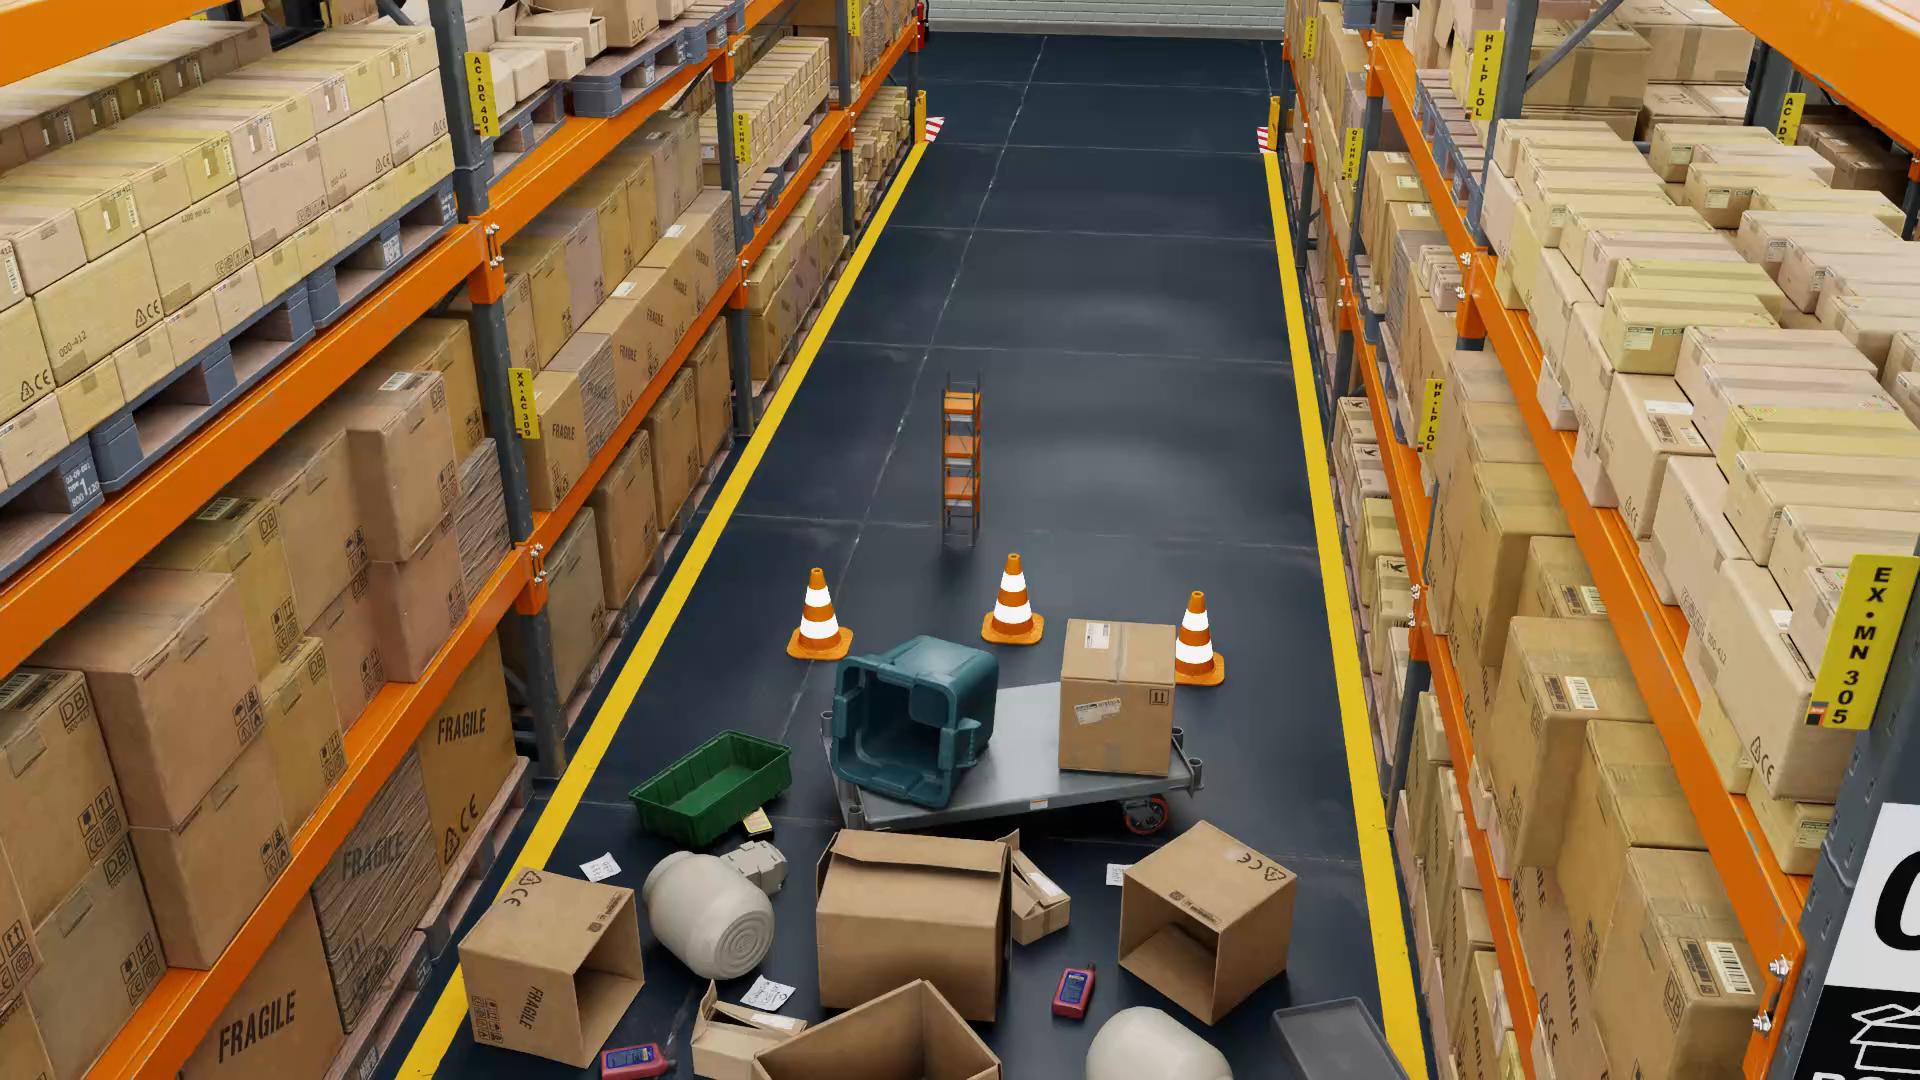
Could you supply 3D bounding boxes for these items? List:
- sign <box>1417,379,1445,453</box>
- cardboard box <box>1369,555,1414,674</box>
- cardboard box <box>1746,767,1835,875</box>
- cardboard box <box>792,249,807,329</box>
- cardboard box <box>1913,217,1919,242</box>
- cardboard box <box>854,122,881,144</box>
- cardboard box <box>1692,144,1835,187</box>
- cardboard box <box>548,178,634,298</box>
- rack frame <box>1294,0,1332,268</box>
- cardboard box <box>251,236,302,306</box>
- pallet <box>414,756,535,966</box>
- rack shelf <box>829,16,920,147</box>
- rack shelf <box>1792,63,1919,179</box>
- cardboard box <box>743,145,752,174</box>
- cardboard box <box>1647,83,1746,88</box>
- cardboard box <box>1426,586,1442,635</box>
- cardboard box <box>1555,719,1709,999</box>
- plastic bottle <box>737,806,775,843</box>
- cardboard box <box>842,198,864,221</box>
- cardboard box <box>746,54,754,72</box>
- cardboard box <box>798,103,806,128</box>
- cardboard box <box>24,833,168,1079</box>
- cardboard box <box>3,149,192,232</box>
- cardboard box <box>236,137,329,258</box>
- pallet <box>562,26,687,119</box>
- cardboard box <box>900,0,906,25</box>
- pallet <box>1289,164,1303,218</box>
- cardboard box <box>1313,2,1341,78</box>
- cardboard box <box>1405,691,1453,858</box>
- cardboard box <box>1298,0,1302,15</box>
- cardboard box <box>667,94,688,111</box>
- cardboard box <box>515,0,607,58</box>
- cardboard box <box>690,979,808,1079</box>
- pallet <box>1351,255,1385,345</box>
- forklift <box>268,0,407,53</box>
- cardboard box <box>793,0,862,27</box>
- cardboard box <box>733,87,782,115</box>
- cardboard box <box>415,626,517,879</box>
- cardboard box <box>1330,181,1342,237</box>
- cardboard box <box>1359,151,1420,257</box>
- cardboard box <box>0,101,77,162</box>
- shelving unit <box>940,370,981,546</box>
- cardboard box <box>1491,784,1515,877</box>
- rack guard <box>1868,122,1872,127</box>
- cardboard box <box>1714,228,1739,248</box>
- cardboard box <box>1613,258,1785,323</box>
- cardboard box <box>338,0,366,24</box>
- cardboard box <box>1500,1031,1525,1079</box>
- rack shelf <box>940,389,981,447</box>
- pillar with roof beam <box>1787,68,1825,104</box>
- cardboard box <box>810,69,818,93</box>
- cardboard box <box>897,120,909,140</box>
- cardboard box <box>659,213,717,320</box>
[{"bbox_3d":[1.939,-0.504,6.802,0.100,0.325,0.005,3,28,6],"label":"sign"},{"bbox_3d":[2.637,0.423,8.631,0.950,0.372,0.625,5,29,9],"label":"cardboard box"},{"bbox_3d":[1.767,0.525,3.215,0.380,0.149,0.250,3,29,6],"label":"cardboard box"},{"bbox_3d":[-1.488,-1.968,12.933,0.500,0.500,0.500,3,28,5],"label":"cardboard box"},{"bbox_3d":[8.115,-2.313,13.573,0.500,0.500,0.500,5,29,8],"label":"cardboard box"},{"bbox_3d":[-0.990,-4.046,16.532,0.380,0.149,0.250,3,29,6],"label":"cardboard box"},{"bbox_3d":[2.713,-1.236,5.643,0.380,0.149,0.250,3,28,5],"label":"cardboard box"},{"bbox_3d":[-2.193,-1.640,8.972,0.700,0.500,0.500,3,28,6],"label":"cardboard box"},{"bbox_3d":[3.471,-3.730,14.010,1.000,3.000,0.127,3,28,6],"label":"rack frame"},{"bbox_3d":[-2.316,-0.853,5.225,0.380,0.149,0.250,3,28,6],"label":"cardboard box"},{"bbox_3d":[-2.605,1.377,7.471,1.003,0.211,1.213,3,28,6],"label":"pallet"},{"bbox_3d":[-1.209,-4.594,16.374,1.077,0.370,4.000,3,28,6],"label":"rack shelf"},{"bbox_3d":[8.643,-4.068,15.396,1.077,0.370,4.000,3,28,6],"label":"rack shelf"},{"bbox_3d":[-1.655,-2.636,11.488,0.380,0.149,0.250,5,29,9],"label":"cardboard box"},{"bbox_3d":[3.021,-1.894,7.155,0.500,0.250,0.500,3,28,6],"label":"cardboard box"},{"bbox_3d":[2.134,0.276,6.839,0.380,0.149,0.250,3,28,6],"label":"cardboard box"},{"bbox_3d":[1.916,0.813,4.105,0.700,0.500,0.500,4,29,7],"label":"cardboard box"},{"bbox_3d":[-0.970,1.308,7.759,0.133,0.061,0.283,-11,30,-20],"label":"plastic bottle"},{"bbox_3d":[-1.091,-3.052,15.316,0.380,0.149,0.250,2,28,4],"label":"cardboard box"},{"bbox_3d":[-1.959,-4.016,14.051,0.380,0.149,0.250,4,29,7],"label":"cardboard box"},{"bbox_3d":[-1.429,-3.357,13.140,0.380,0.149,0.250,2,28,4],"label":"cardboard box"},{"bbox_3d":[-2.878,1.175,4.747,0.875,0.550,0.550,3,28,6],"label":"cardboard box"},{"bbox_3d":[-2.380,-0.968,4.598,0.380,0.149,0.250,4,29,7],"label":"cardboard box"},{"bbox_3d":[-2.365,-1.098,5.260,0.500,0.250,0.500,3,28,6],"label":"cardboard box"},{"bbox_3d":[-2.105,-2.491,8.748,1.003,0.211,1.213,5,29,9],"label":"pallet"},{"bbox_3d":[-0.832,-5.559,16.987,0.500,0.500,0.500,3,28,5],"label":"cardboard box"},{"bbox_3d":[3.789,-3.431,16.396,1.003,0.211,1.213,3,28,6],"label":"pallet"},{"bbox_3d":[3.132,-4.023,13.396,0.500,0.500,0.500,4,29,7],"label":"cardboard box"},{"bbox_3d":[2.150,0.994,6.908,0.500,0.500,0.500,5,29,9],"label":"cardboard box"},{"bbox_3d":[3.448,-5.166,15.517,0.500,0.500,0.500,3,29,6],"label":"cardboard box"},{"bbox_3d":[-2.210,-3.161,12.149,0.380,0.149,0.250,3,28,6],"label":"cardboard box"},{"bbox_3d":[-1.995,-2.563,8.275,0.396,0.266,0.258,3,28,6],"label":"cardboard box"},{"bbox_3d":[-0.817,1.916,6.414,0.396,0.266,0.258,8,29,15],"label":"cardboard box"},{"bbox_3d":[2.999,-1.421,9.926,1.213,0.211,1.003,3,28,6],"label":"pallet"},{"bbox_3d":[-4.397,-2.547,11.887,1.130,2.935,3.031,4,29,7],"label":"forklift"},{"bbox_3d":[-1.157,-4.783,14.492,0.500,0.500,0.500,4,29,7],"label":"cardboard box"},{"bbox_3d":[-1.536,-3.248,12.311,0.380,0.149,0.250,4,29,8],"label":"cardboard box"},{"bbox_3d":[-2.581,0.839,7.328,0.875,0.875,0.875,4,29,7],"label":"cardboard box"},{"bbox_3d":[2.832,-2.275,11.469,0.500,0.250,0.500,4,29,7],"label":"cardboard box"},{"bbox_3d":[2.696,-2.008,9.953,0.500,0.500,0.500,3,28,5],"label":"cardboard box"},{"bbox_3d":[-2.971,-1.243,5.108,0.380,0.149,0.250,3,28,6],"label":"cardboard box"},{"bbox_3d":[0.007,-0.487,10.048,0.215,1.050,0.252,3,28,6],"label":"shelving unit"},{"bbox_3d":[2.005,0.764,5.249,0.500,0.500,0.500,4,29,7],"label":"cardboard box"},{"bbox_3d":[8.878,-4.189,17.499,1.175,0.500,0.348,3,28,6],"label":"rack guard"},{"bbox_3d":[2.643,-0.888,5.417,0.500,0.250,0.500,3,28,5],"label":"cardboard box"},{"bbox_3d":[2.020,-0.659,4.572,0.380,0.149,0.250,4,29,7],"label":"cardboard box"},{"bbox_3d":[-5.984,-5.142,15.687,0.500,0.500,0.500,3,28,6],"label":"cardboard box"},{"bbox_3d":[1.852,1.642,5.021,0.380,0.149,0.250,4,29,7],"label":"cardboard box"},{"bbox_3d":[0.007,-0.728,9.918,0.215,0.259,0.240,3,28,6],"label":"rack shelf"},{"bbox_3d":[5.840,-9.434,18.273,9.100,9.000,0.400,3,28,6],"label":"pillar with roof beam"},{"bbox_3d":[-1.371,-3.735,13.529,0.380,0.149,0.250,5,29,8],"label":"cardboard box"},{"bbox_3d":[-0.753,-4.395,17.809,0.380,0.149,0.250,4,29,8],"label":"cardboard box"},{"bbox_3d":[-1.795,-1.668,10.079,0.500,0.500,0.500,3,28,6],"label":"cardboard box"}]
